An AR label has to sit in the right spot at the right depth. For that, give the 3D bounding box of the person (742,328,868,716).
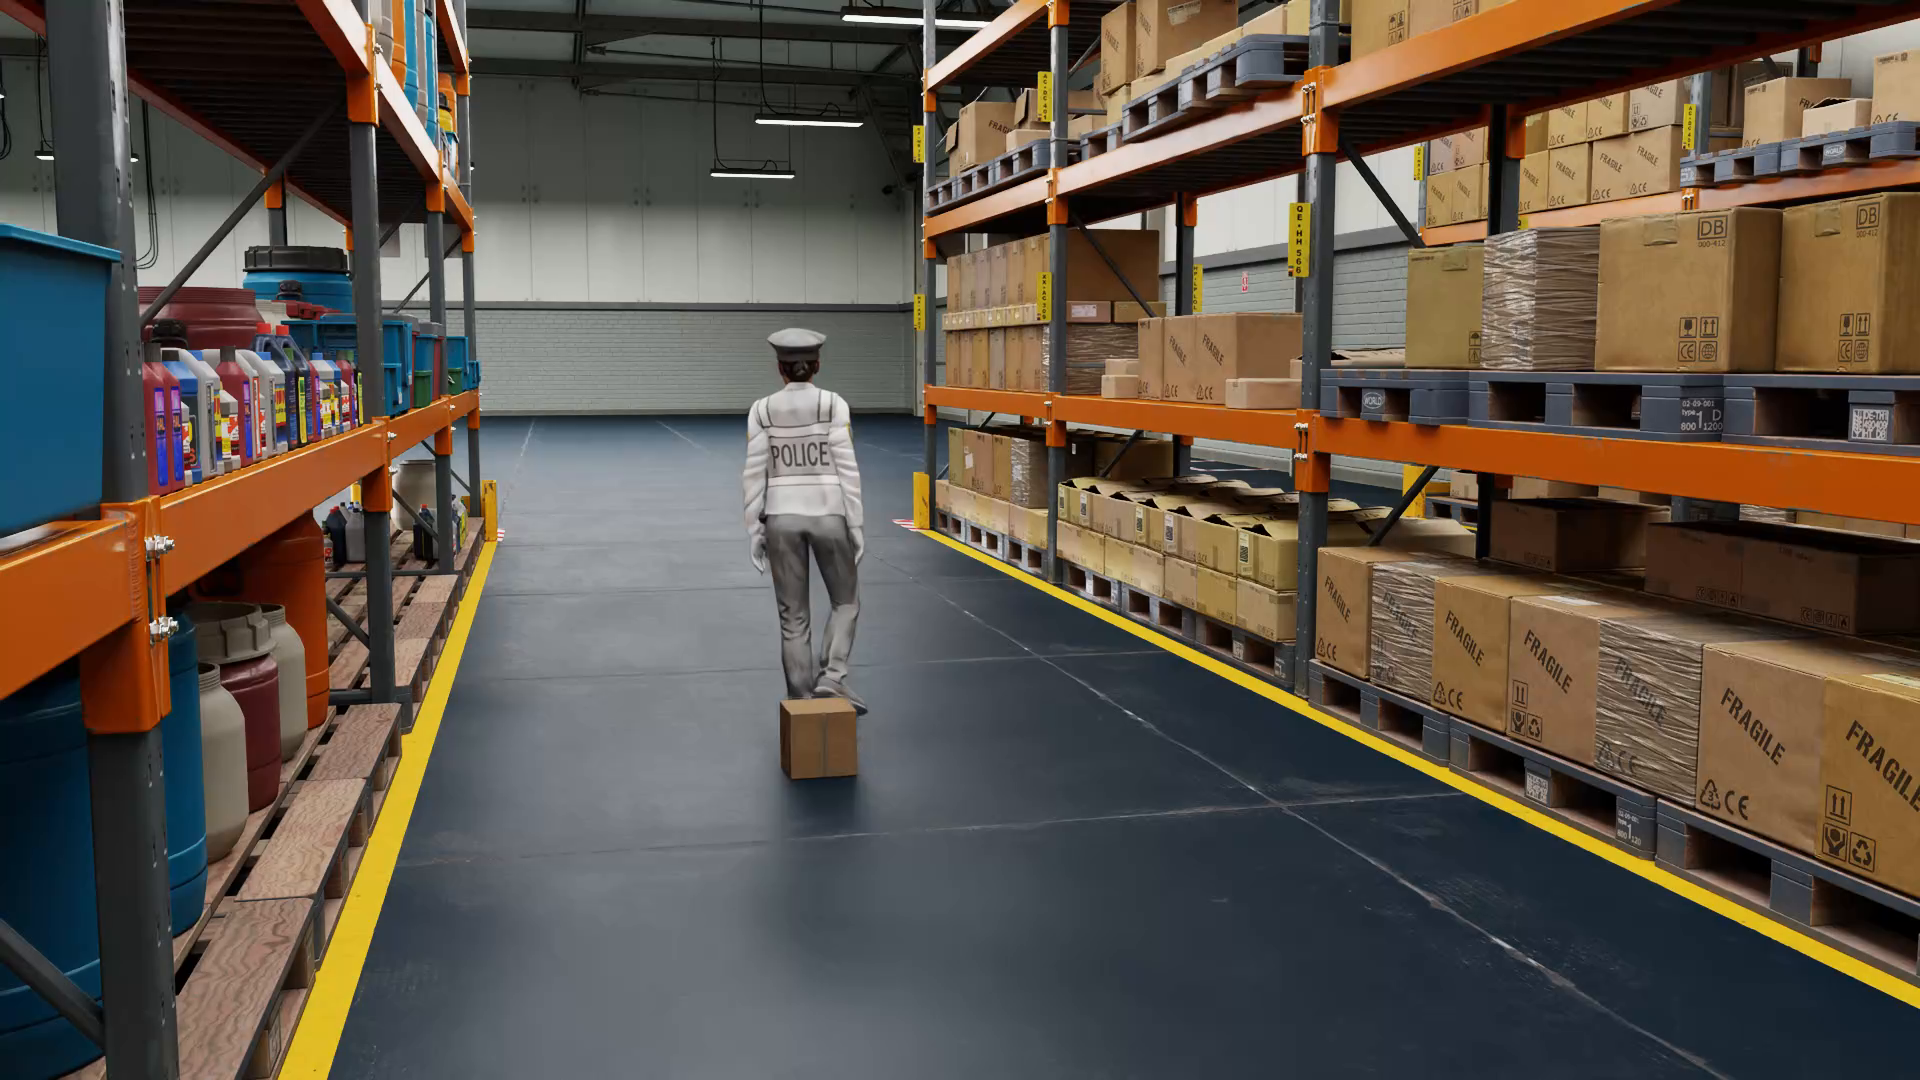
[{"bbox_3d":[-0.641,-0.039,6.858,0.524,1.668,0.459,0,6,2],"label":"person"}]
